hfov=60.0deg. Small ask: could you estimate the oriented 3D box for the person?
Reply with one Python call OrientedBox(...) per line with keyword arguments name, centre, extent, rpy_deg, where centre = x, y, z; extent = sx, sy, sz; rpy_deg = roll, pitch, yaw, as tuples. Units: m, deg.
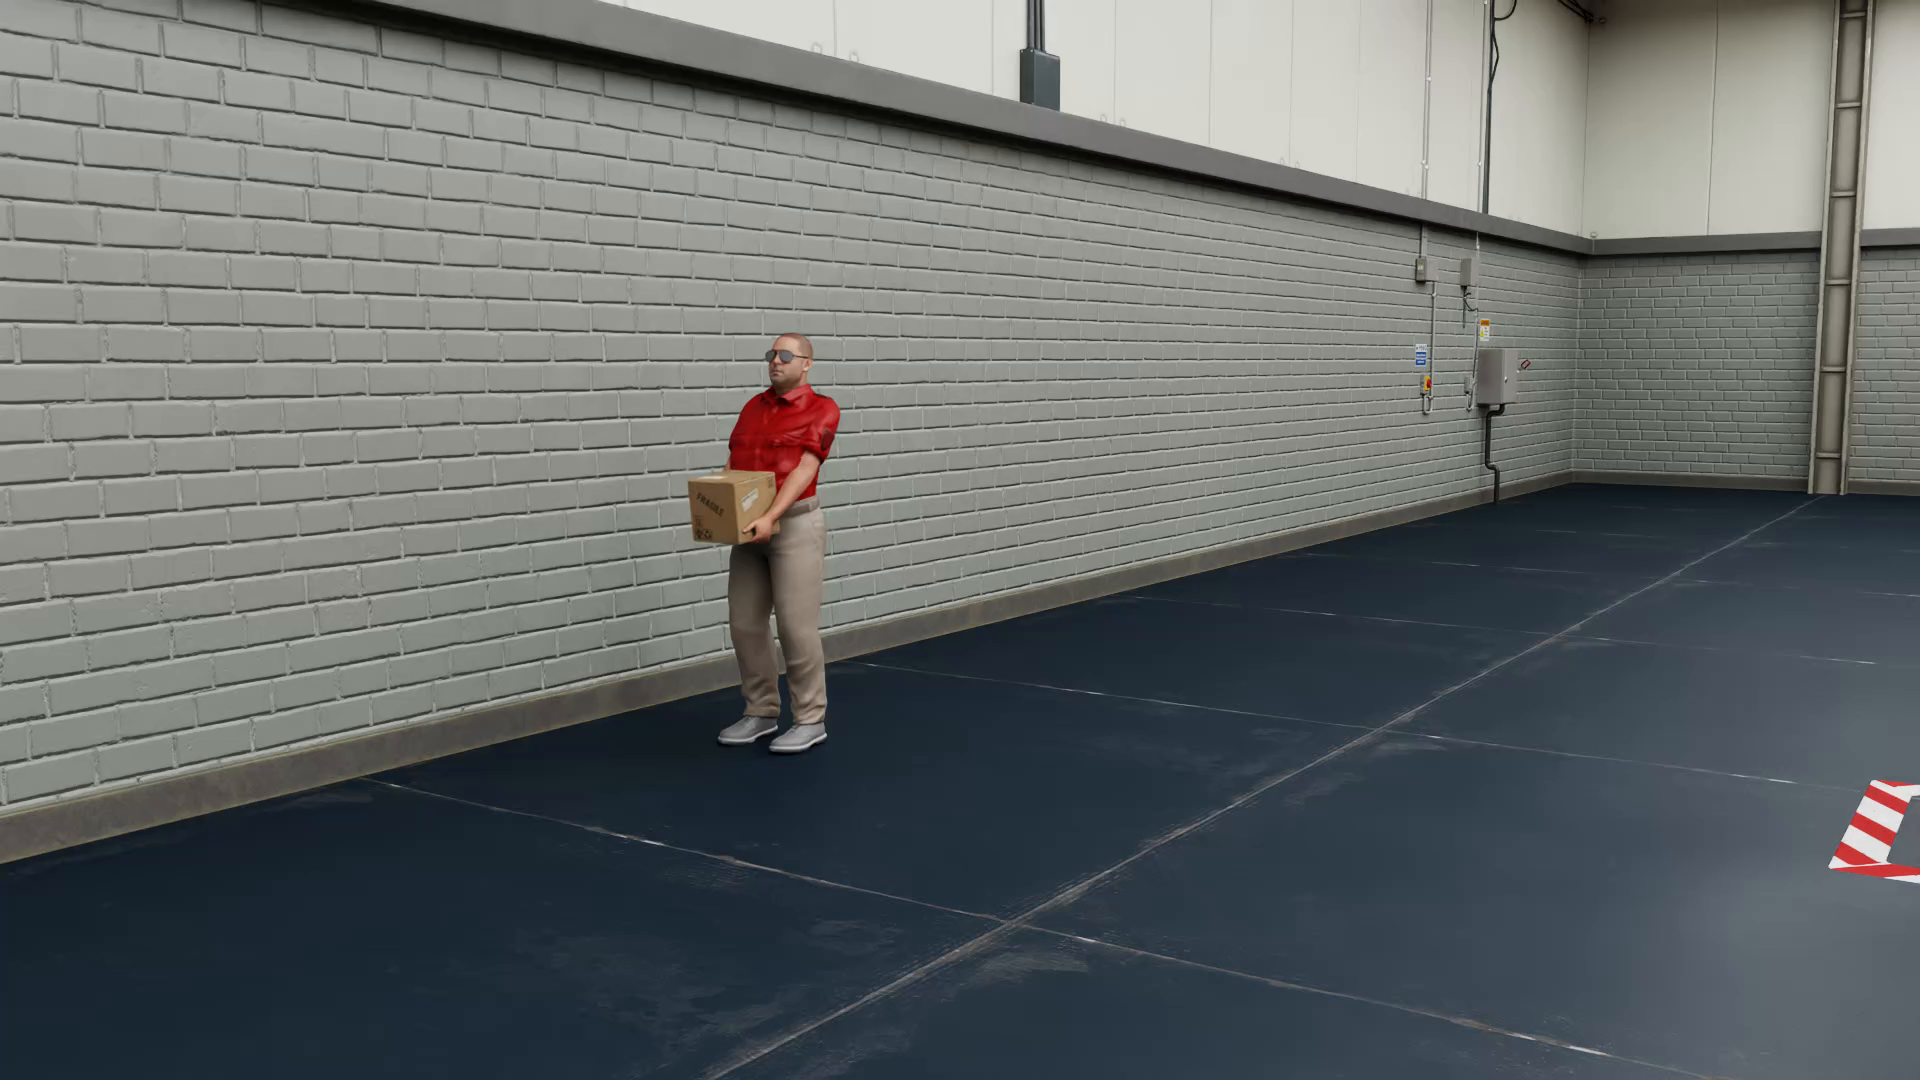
OrientedBox(name="person", centre=(-0.796, 0.008, 6.837), extent=(0.493, 1.712, 0.538), rpy_deg=(4, 8, 34))
